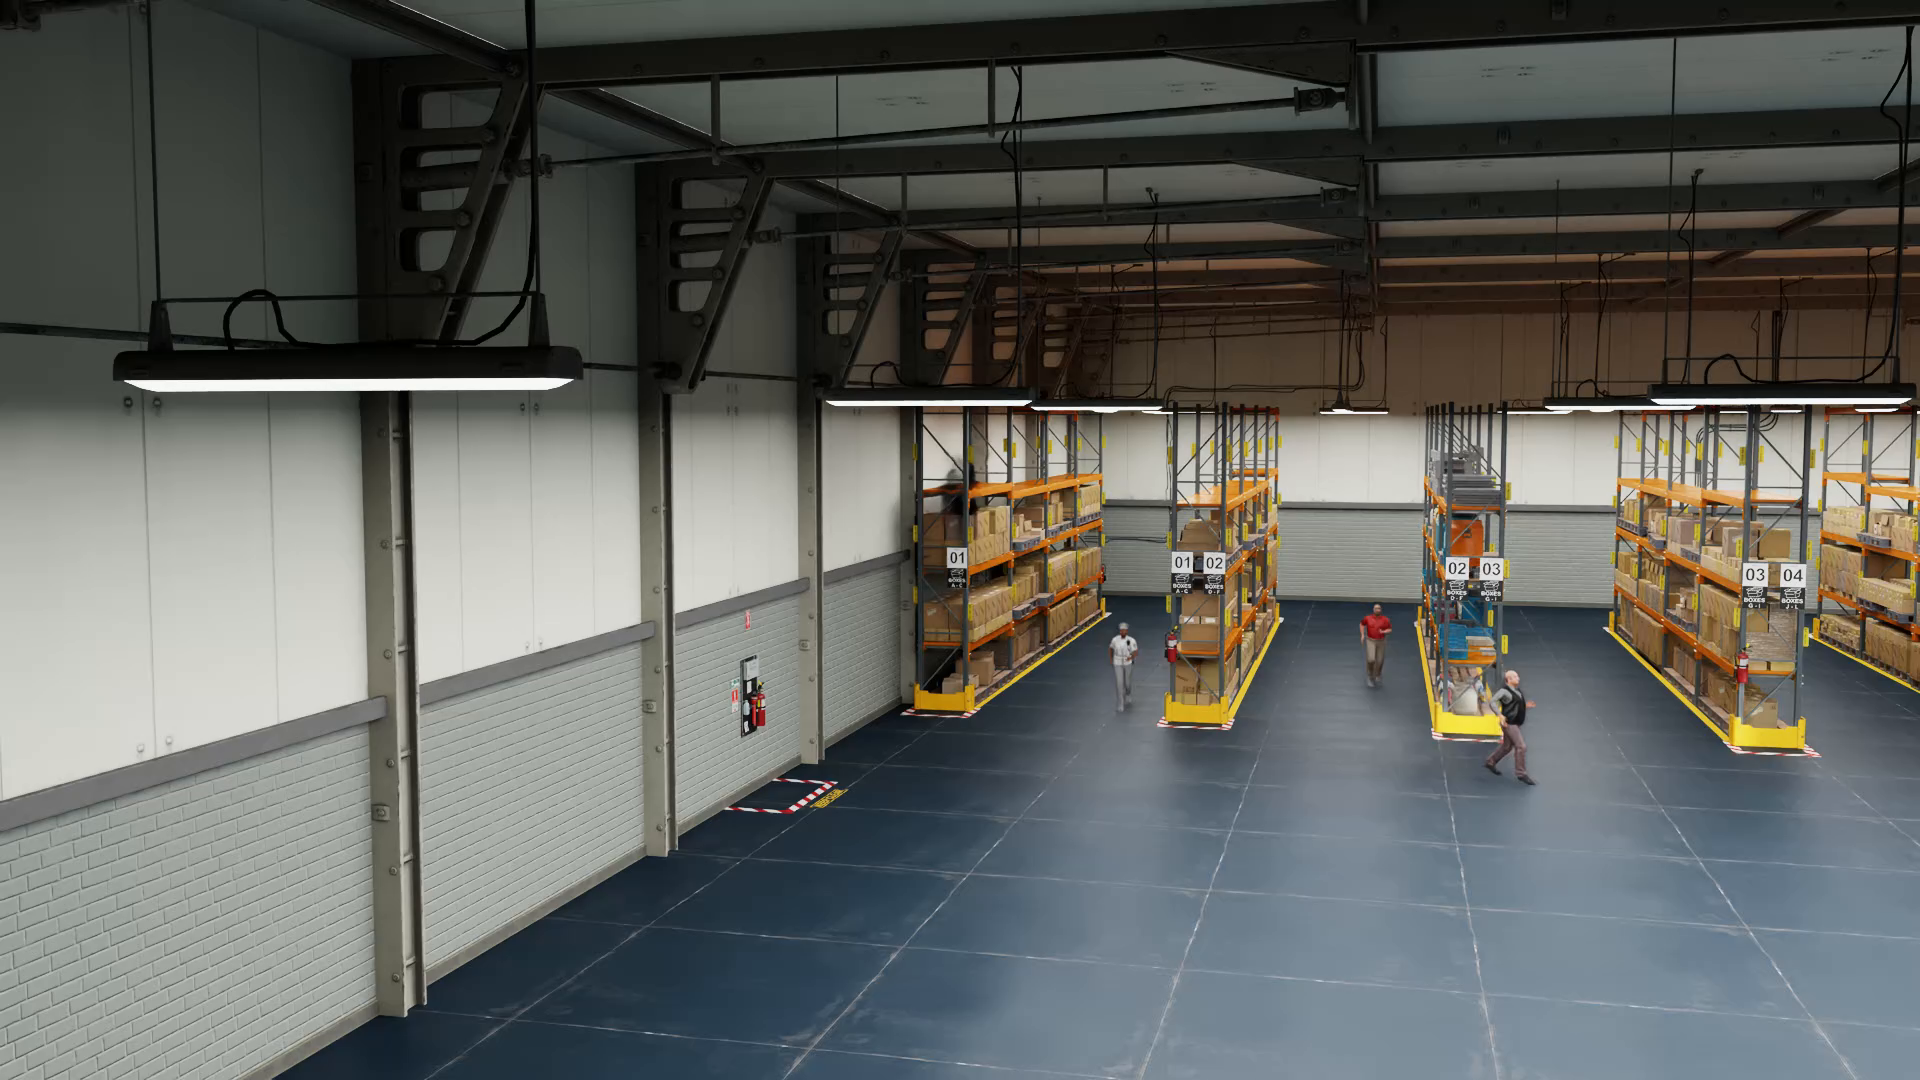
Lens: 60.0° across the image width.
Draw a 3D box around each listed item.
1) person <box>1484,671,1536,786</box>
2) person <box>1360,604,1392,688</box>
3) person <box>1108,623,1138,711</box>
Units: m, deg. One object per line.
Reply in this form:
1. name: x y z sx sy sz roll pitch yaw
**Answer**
1. person: 8.639 2.920 26.072 0.877 1.753 0.638 3 5 38
2. person: 8.864 2.261 35.432 0.631 1.794 0.768 0 4 7
3. person: 3.199 2.468 32.714 0.576 1.710 0.753 1 4 9
